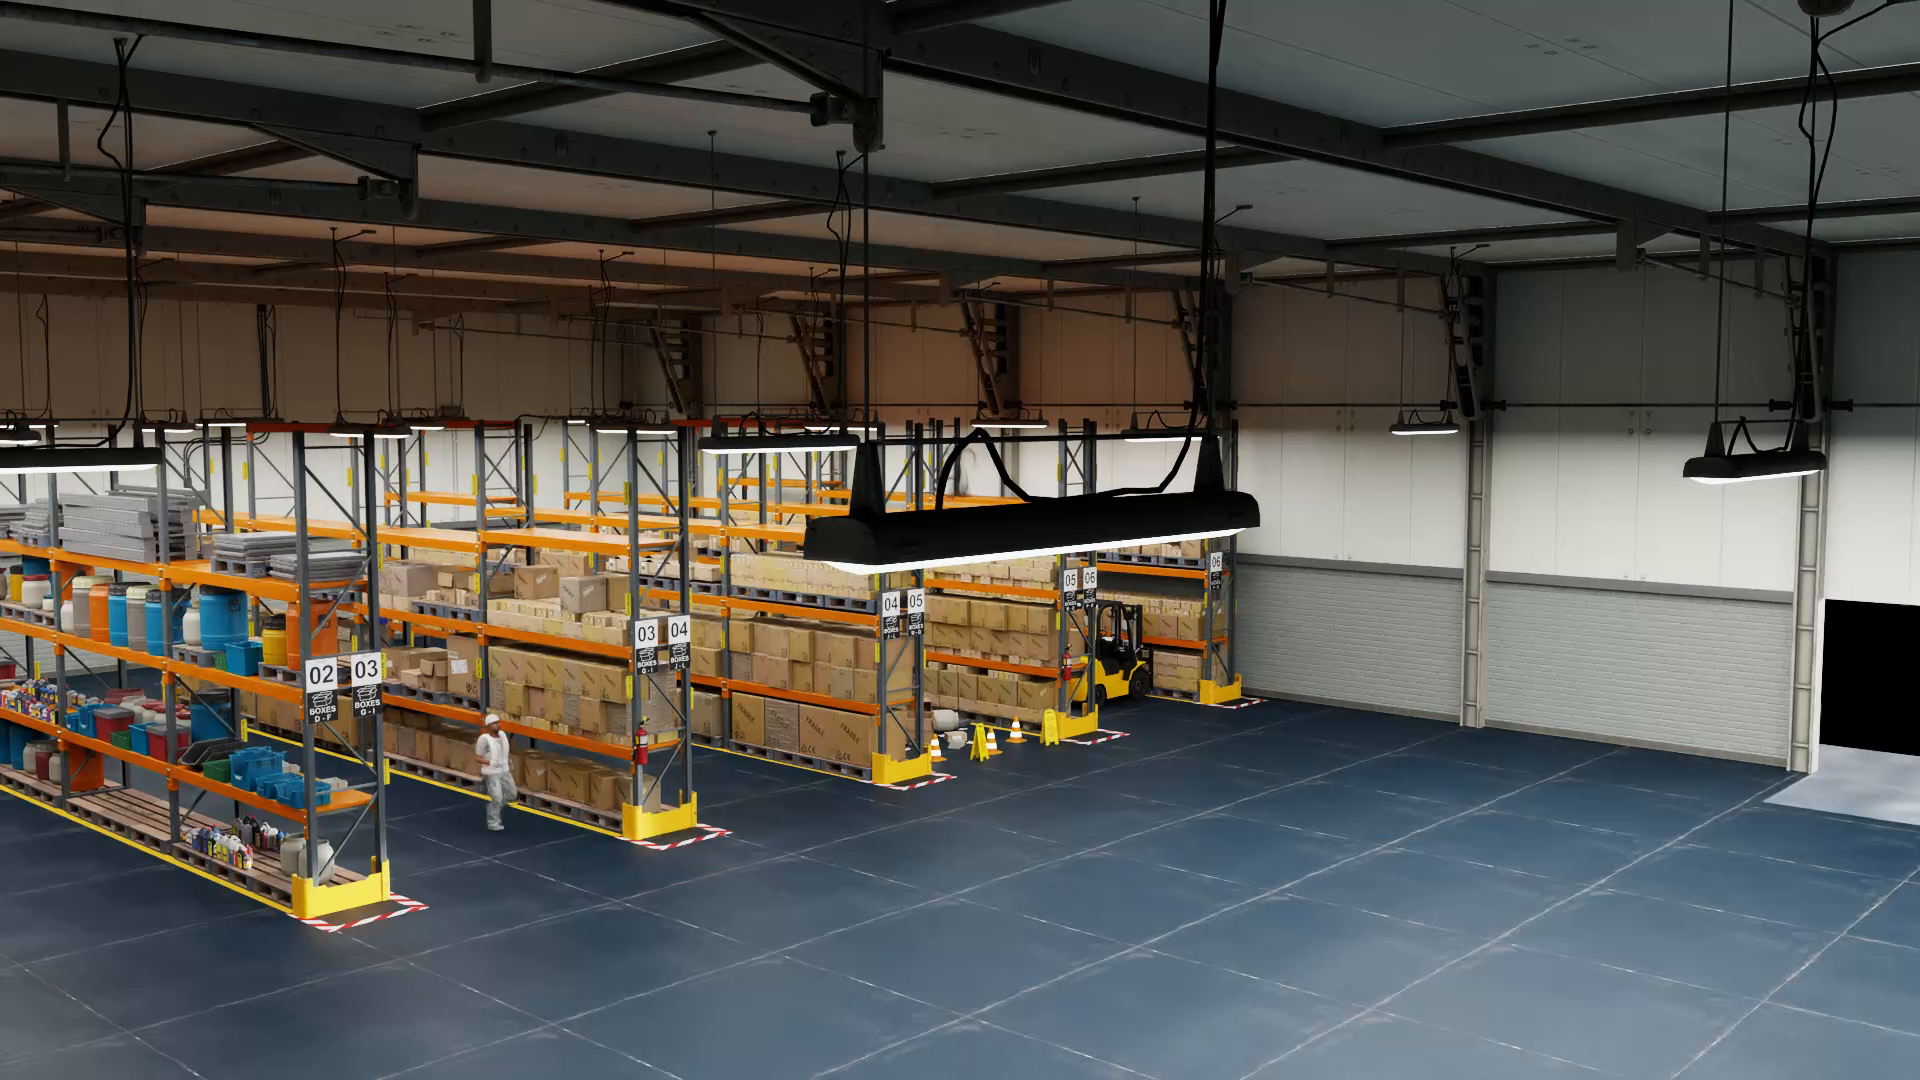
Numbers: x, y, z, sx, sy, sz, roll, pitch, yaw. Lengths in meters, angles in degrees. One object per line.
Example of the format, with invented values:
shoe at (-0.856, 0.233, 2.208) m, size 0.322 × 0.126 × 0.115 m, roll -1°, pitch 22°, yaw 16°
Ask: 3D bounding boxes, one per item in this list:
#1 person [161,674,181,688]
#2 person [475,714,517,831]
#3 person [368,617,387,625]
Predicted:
person at (-16.982, 2.511, 36.062) m, size 0.591 × 1.642 × 0.677 m, roll -4°, pitch 6°, yaw -37°
person at (-6.838, 3.443, 24.631) m, size 0.598 × 1.736 × 0.672 m, roll 3°, pitch 5°, yaw 31°
person at (-13.977, 2.216, 40.166) m, size 0.569 × 1.696 × 0.851 m, roll 0°, pitch 5°, yaw 1°
